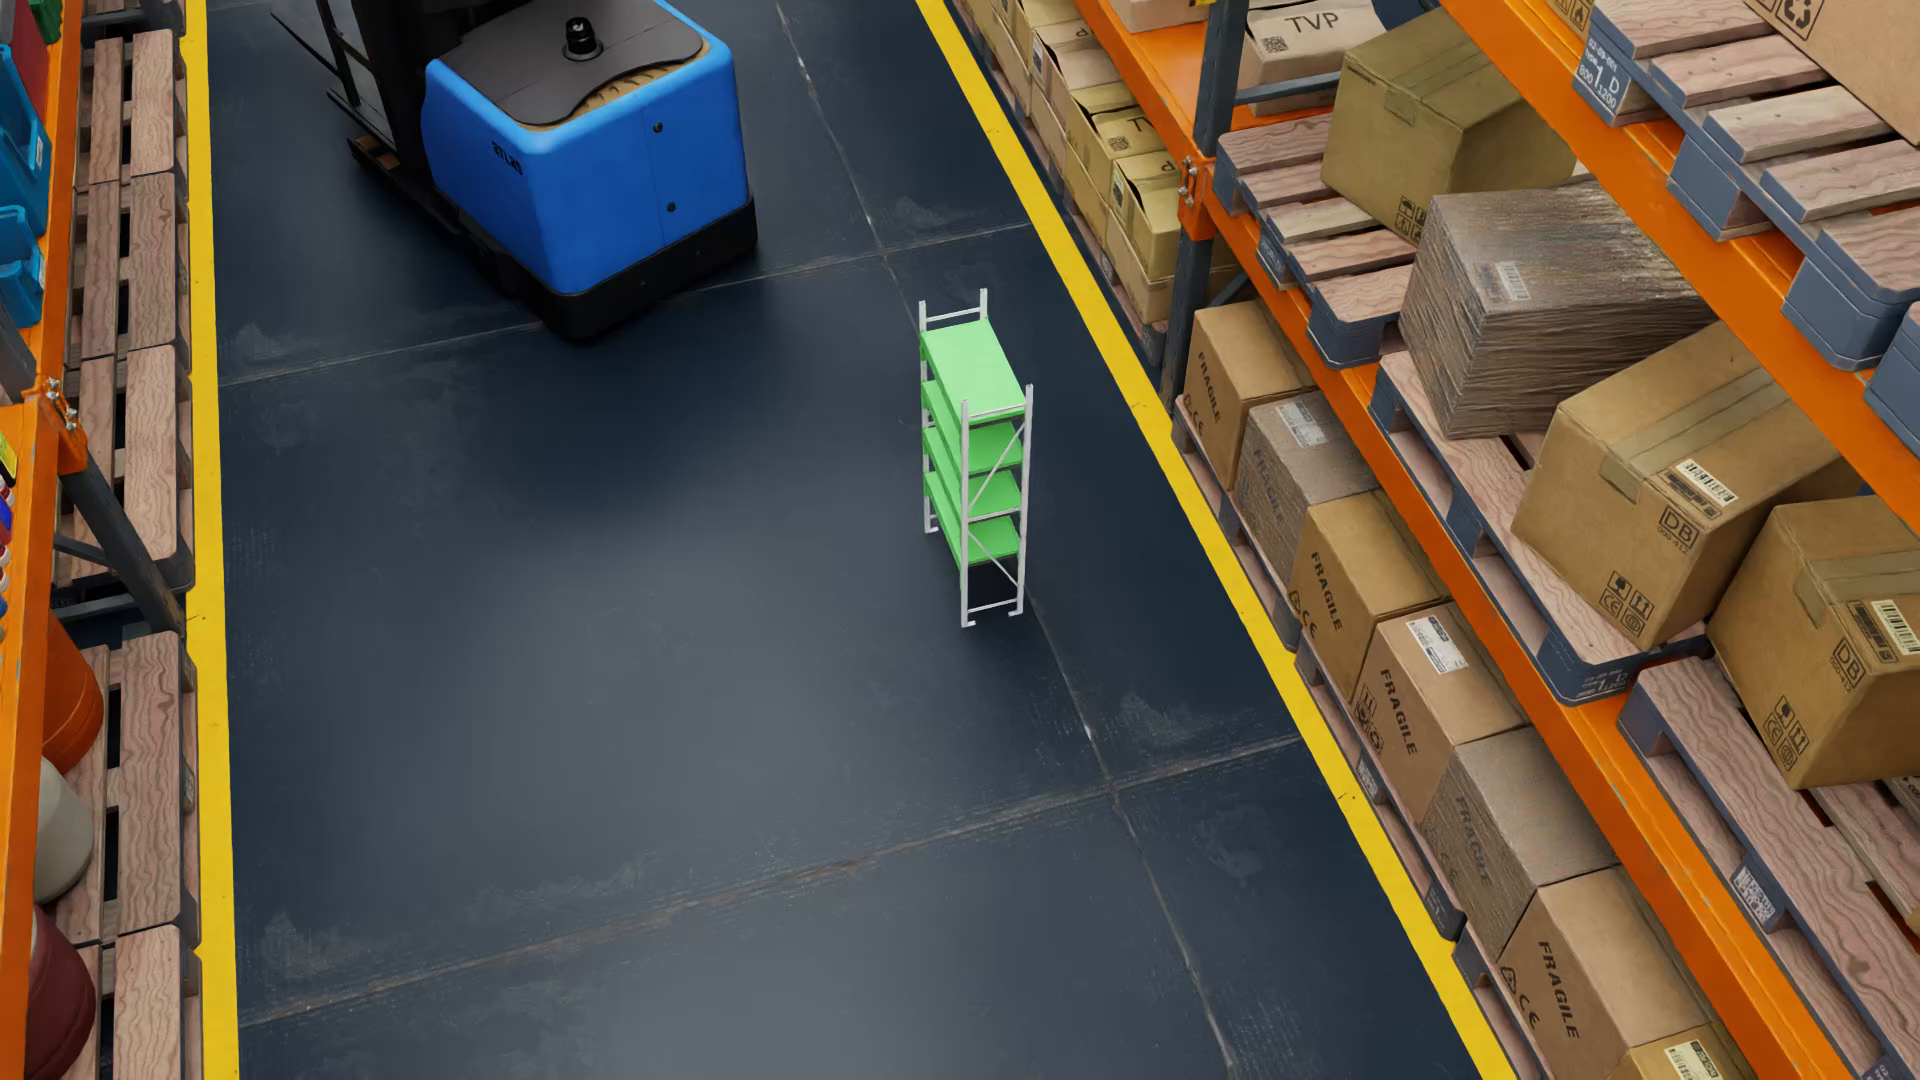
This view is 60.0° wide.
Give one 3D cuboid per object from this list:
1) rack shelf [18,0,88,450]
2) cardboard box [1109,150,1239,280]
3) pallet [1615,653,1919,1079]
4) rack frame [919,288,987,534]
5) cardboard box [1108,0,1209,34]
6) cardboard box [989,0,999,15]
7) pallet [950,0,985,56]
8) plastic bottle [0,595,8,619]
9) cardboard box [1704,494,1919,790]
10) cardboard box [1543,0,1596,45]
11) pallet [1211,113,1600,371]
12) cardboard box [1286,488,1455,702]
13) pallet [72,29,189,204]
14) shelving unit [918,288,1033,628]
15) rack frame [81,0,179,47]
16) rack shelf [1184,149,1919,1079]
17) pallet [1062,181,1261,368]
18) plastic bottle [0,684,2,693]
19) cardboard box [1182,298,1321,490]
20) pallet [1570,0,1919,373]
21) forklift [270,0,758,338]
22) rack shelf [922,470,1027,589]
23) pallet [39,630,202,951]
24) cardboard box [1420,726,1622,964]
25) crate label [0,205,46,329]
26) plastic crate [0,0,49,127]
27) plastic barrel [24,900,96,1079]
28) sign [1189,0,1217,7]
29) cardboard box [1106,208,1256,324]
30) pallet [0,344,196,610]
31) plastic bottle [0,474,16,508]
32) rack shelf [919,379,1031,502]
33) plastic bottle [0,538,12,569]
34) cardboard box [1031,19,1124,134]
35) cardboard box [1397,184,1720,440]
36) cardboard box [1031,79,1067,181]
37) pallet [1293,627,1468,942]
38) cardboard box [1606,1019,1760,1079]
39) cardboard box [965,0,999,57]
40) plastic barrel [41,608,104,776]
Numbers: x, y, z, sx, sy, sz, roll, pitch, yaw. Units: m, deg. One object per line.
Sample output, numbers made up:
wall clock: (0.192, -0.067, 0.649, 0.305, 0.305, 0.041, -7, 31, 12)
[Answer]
rack shelf: (-3.987, -1.755, 6.528, 1.077, 0.370, 4.000, -13, 51, -11)
cardboard box: (0.947, -1.400, 6.915, 0.500, 0.311, 0.500, -12, 51, -10)
pallet: (2.388, 0.732, 4.086, 1.003, 0.211, 1.213, -13, 51, -11)
rack frame: (-0.023, -0.444, 6.129, 0.240, 1.200, 0.015, -13, 51, -11)
cardboard box: (0.807, -2.157, 6.560, 0.380, 0.149, 0.250, -13, 51, -11)
cardboard box: (0.336, -2.892, 8.173, 0.500, 0.311, 0.500, -15, 51, -12)
pallet: (0.410, -3.137, 9.046, 1.003, 0.211, 1.213, -13, 51, -11)
plastic bottle: (-2.726, 0.114, 4.566, 0.097, 0.271, 0.097, 0, 50, 0)
cardboard box: (2.330, 0.226, 4.047, 0.700, 0.500, 0.500, -6, 50, -5)
cardboard box: (1.803, -1.579, 3.882, 0.910, 0.500, 0.500, -13, 51, -11)
pallet: (1.605, -1.102, 5.633, 1.213, 0.211, 1.003, -13, 51, -11)
cardboard box: (1.503, 0.166, 5.785, 0.500, 0.500, 0.500, -14, 51, -11)
pallet: (-4.309, -1.984, 8.074, 1.003, 0.211, 1.213, -13, 51, -11)
shelving unit: (0.049, -0.266, 5.979, 0.258, 1.200, 0.503, -13, 51, -11)
rack frame: (-4.578, -3.448, 7.484, 1.000, 3.000, 0.127, -13, 51, -11)
rack shelf: (1.929, 0.049, 5.007, 1.077, 0.370, 4.000, -13, 51, -11)
pallet: (1.131, -1.355, 7.544, 1.003, 0.211, 1.213, -13, 51, -11)
plastic bottle: (-2.639, 0.349, 4.413, 0.097, 0.201, 0.097, 0, 50, 0)
cardboard box: (1.199, -0.582, 6.416, 0.500, 0.500, 0.500, -11, 51, -9)
pallet: (2.085, -0.877, 3.478, 1.213, 0.211, 1.003, -13, 51, -11)
forklift: (-2.289, -2.861, 7.034, 1.130, 2.935, 3.031, -35, 58, -26)
rack shelf: (0.049, -0.070, 6.211, 0.258, 0.148, 0.480, -13, 51, -11)
pallet: (-3.123, 0.939, 5.610, 1.003, 0.211, 1.213, -13, 51, -11)
cardboard box: (1.815, 0.917, 5.152, 0.500, 0.500, 0.500, -13, 51, -11)
crate label: (-3.162, -0.865, 5.416, 0.303, 0.233, 0.416, -13, 51, -11)
plastic crate: (-3.581, -1.796, 6.050, 0.402, 0.464, 0.583, -13, 51, -11)
plastic barrel: (-2.901, 1.294, 4.789, 0.600, 0.588, 0.708, -13, 51, -11)
sign: (0.808, -1.889, 5.413, 0.100, 0.325, 0.005, -13, 51, -11)
cardboard box: (0.949, -1.222, 7.131, 0.500, 0.250, 0.500, -12, 51, -10)
pallet: (-3.588, -0.202, 6.572, 1.003, 0.211, 1.213, -13, 51, -11)
plastic bottle: (-2.852, -0.175, 4.855, 0.097, 0.201, 0.097, 0, 50, 0)
rack shelf: (0.049, -0.379, 5.844, 0.258, 0.148, 0.480, -13, 51, -11)
plastic bottle: (-2.783, -0.006, 4.713, 0.097, 0.201, 0.097, 0, 50, 0)
cardboard box: (0.641, -2.147, 7.545, 0.500, 0.311, 0.500, -14, 51, -11)
cardboard box: (1.719, -0.665, 4.799, 0.700, 0.500, 0.500, -5, 50, -4)
cardboard box: (0.647, -1.965, 7.758, 0.500, 0.250, 0.500, -12, 51, -10)
pallet: (1.879, 0.699, 5.813, 1.003, 0.211, 1.213, -13, 51, -11)
cardboard box: (2.101, 1.646, 4.537, 0.500, 0.500, 0.500, -14, 51, -11)
cardboard box: (0.343, -2.712, 8.388, 0.500, 0.250, 0.500, -15, 51, -12)
plastic barrel: (-3.235, 0.392, 5.392, 0.600, 0.830, 0.708, -13, 51, -11)
